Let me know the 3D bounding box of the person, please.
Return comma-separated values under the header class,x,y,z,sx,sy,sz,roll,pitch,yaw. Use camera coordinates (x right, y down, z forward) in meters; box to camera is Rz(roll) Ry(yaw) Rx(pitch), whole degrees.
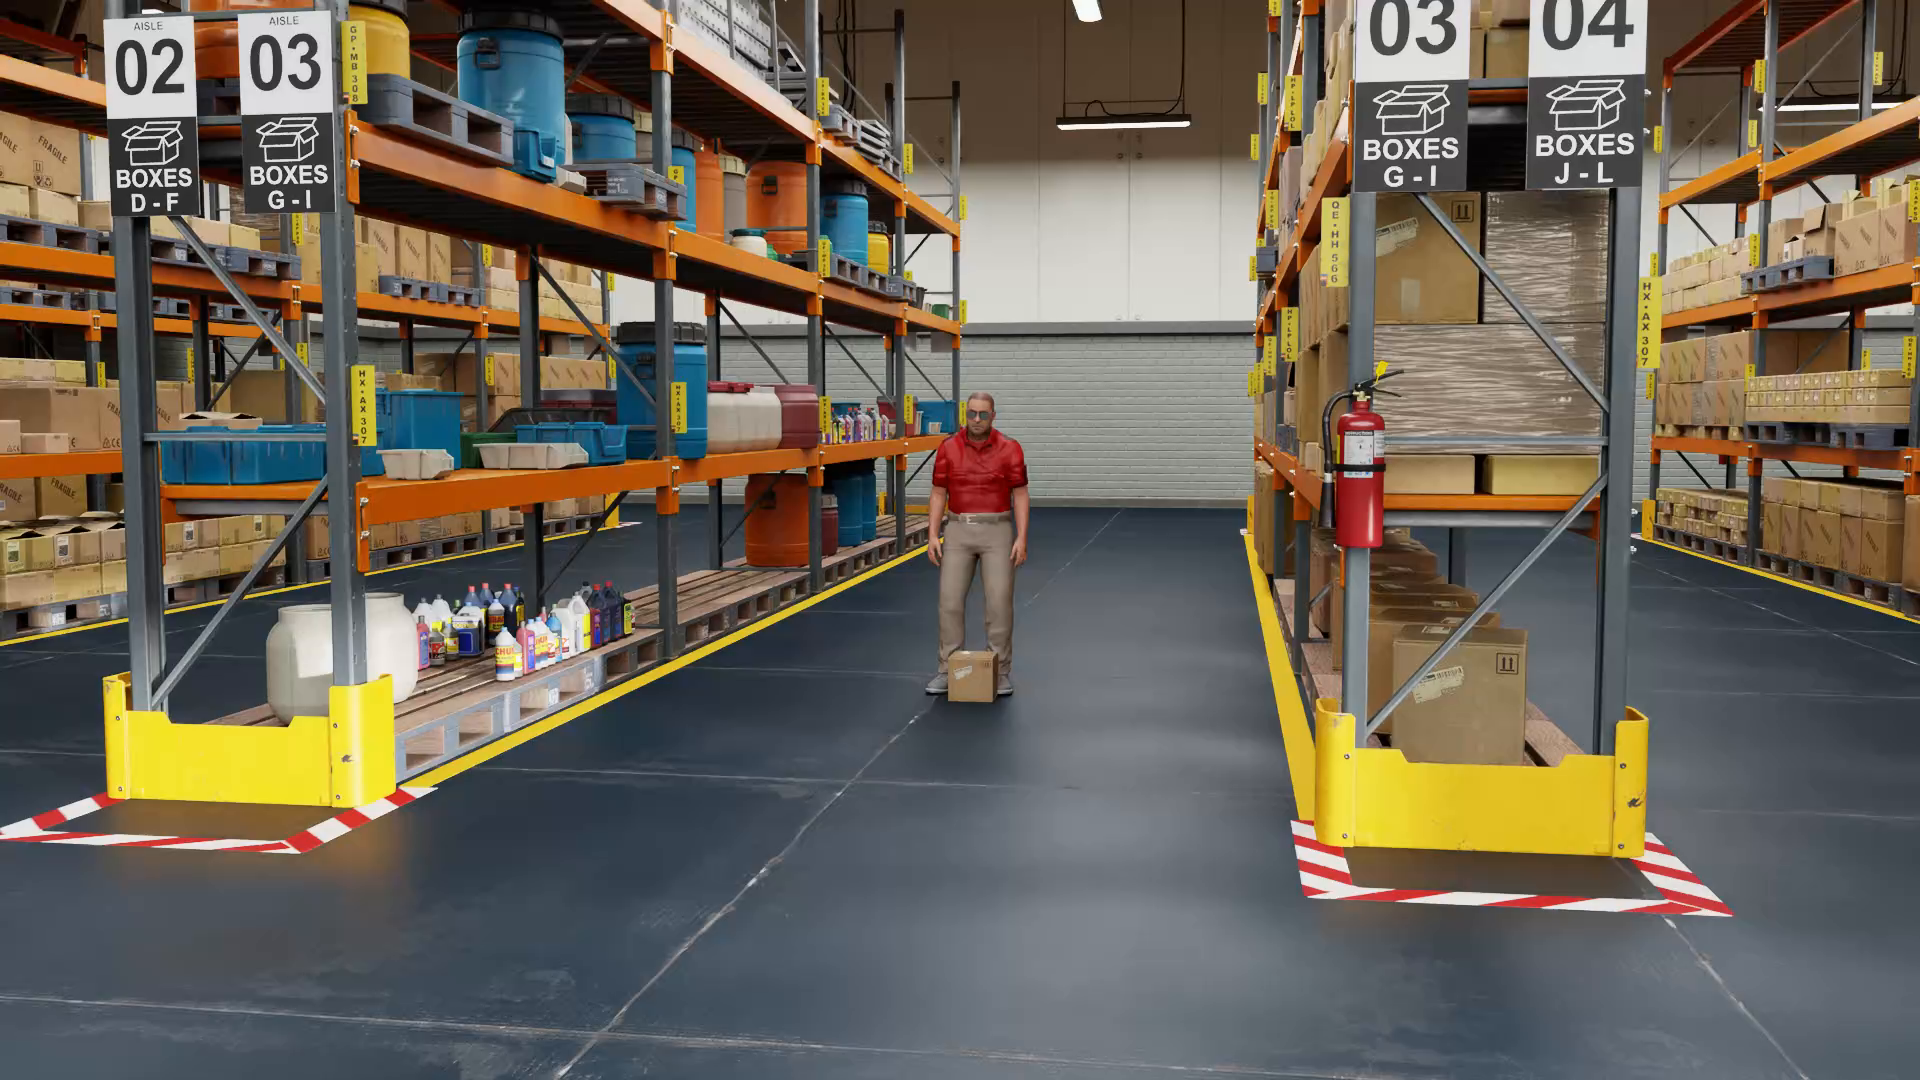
class,x,y,z,sx,sy,sz,roll,pitch,yaw
person,0.105,0.012,9.565,0.585,1.727,0.380,1,4,9
